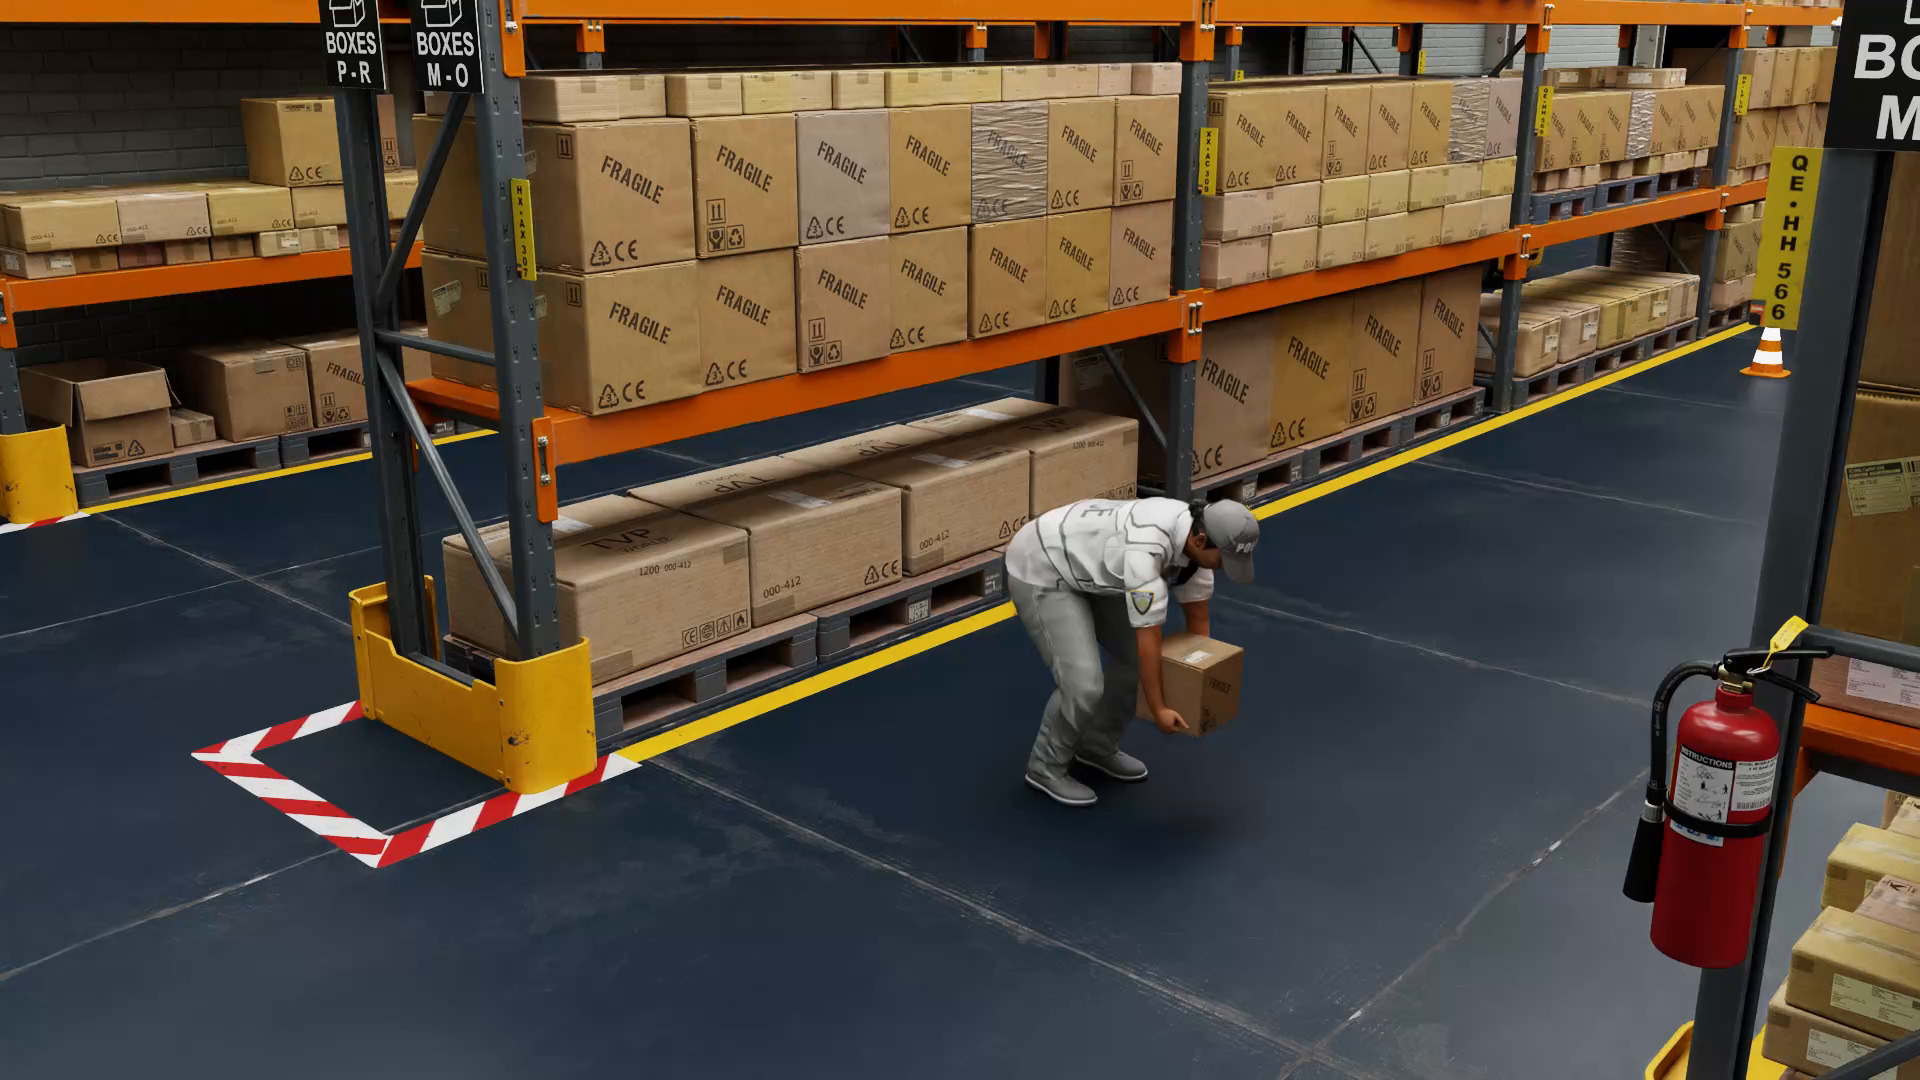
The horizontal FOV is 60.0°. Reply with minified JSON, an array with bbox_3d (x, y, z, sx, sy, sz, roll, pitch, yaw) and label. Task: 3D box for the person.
[{"bbox_3d":[0.592,0.361,5.743,0.911,1.153,0.492,13,22,37],"label":"person"}]
